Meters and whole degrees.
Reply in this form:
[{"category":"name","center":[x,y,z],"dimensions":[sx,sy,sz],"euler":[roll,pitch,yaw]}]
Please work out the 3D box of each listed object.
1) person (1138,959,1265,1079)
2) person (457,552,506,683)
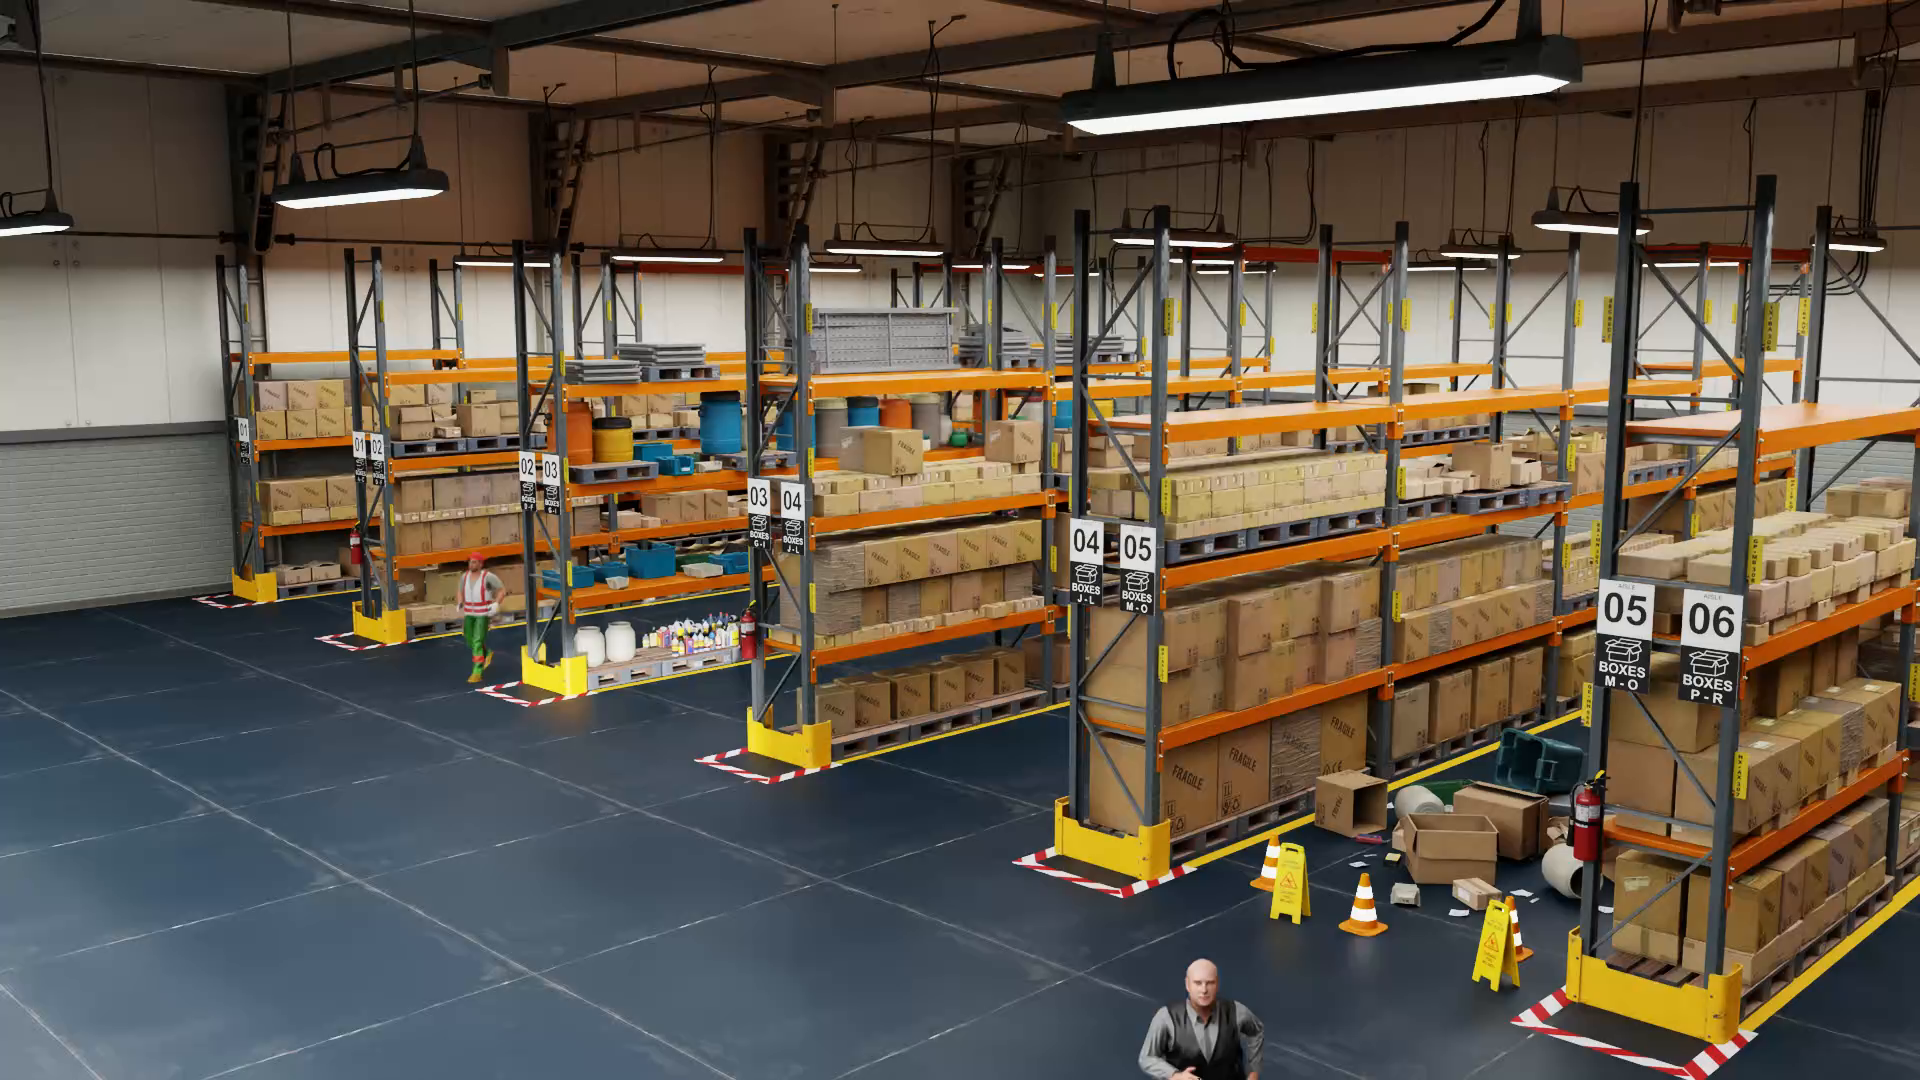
[{"category":"person","center":[1.279,3.077,8.829],"dimensions":[0.672,1.789,0.786],"euler":[1,8,7]},{"category":"person","center":[-6.640,1.037,23.035],"dimensions":[0.689,1.779,0.792],"euler":[2,8,14]}]
